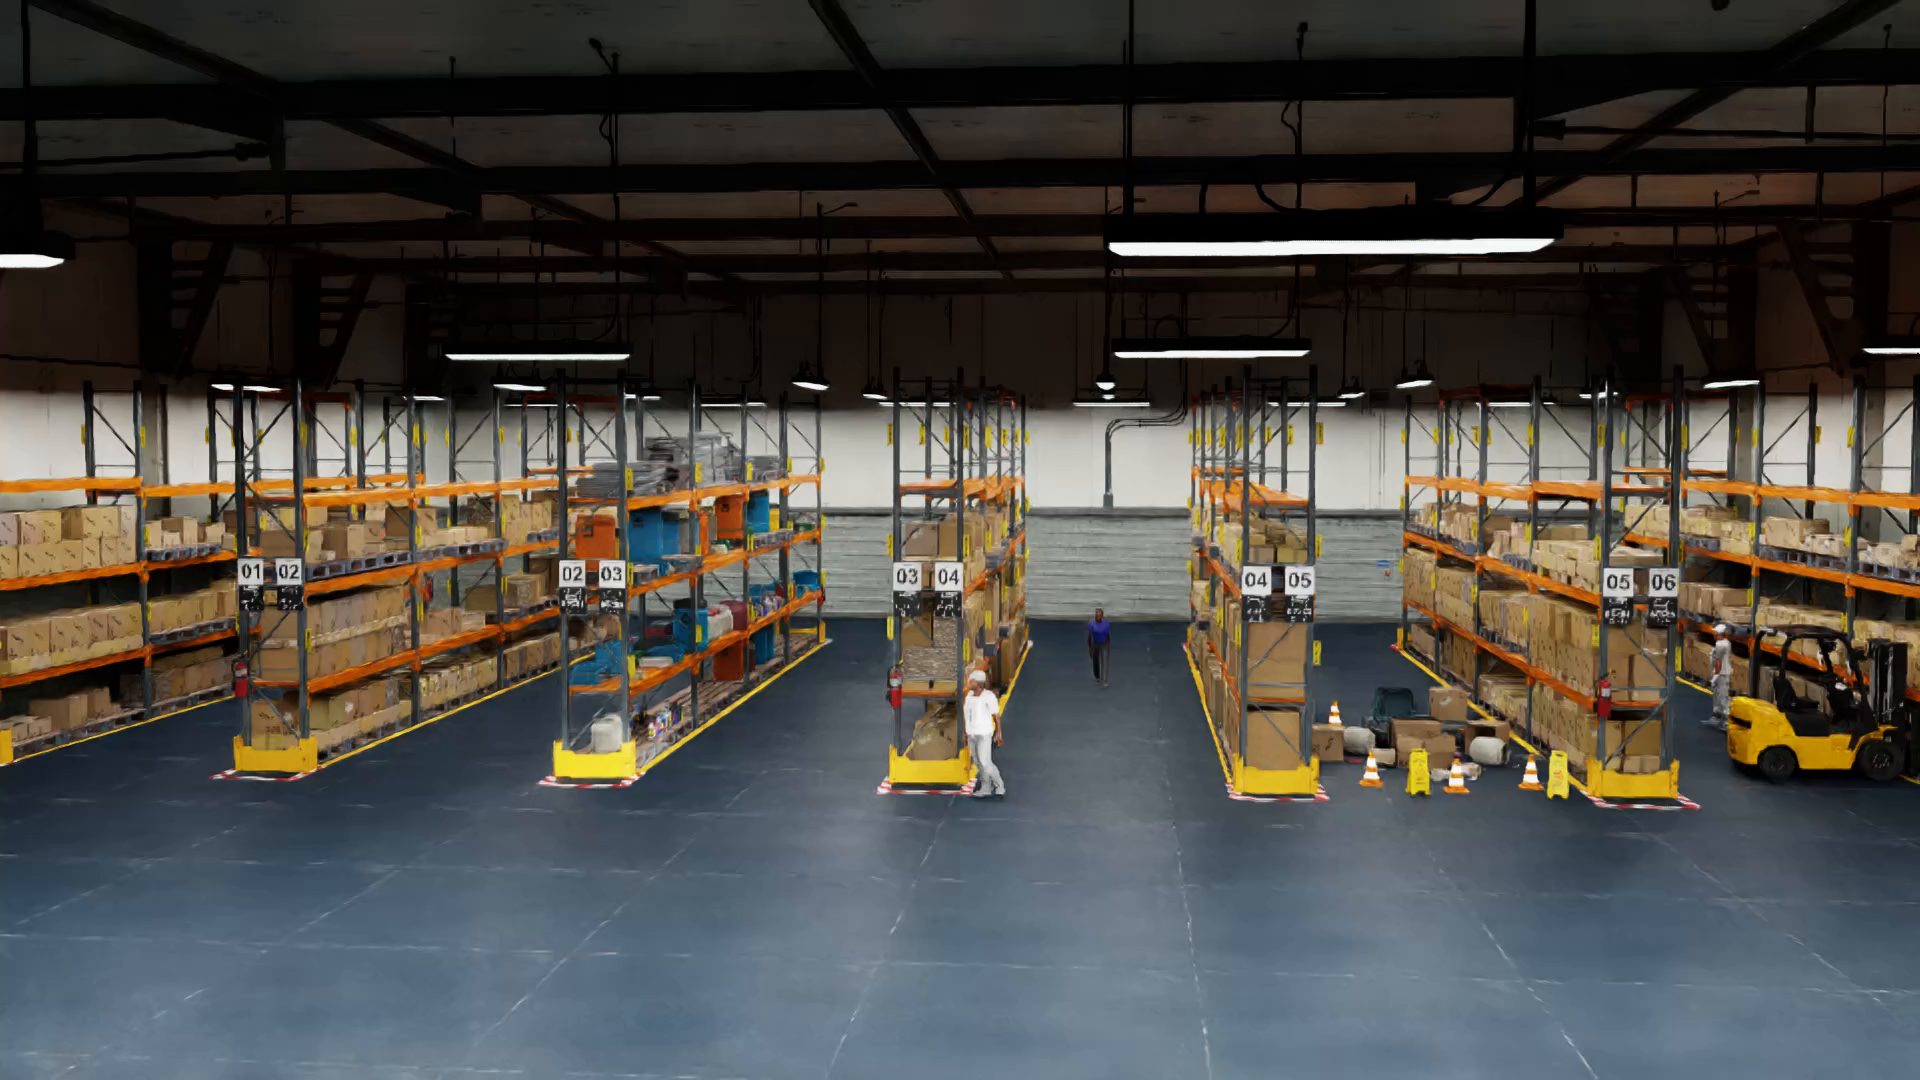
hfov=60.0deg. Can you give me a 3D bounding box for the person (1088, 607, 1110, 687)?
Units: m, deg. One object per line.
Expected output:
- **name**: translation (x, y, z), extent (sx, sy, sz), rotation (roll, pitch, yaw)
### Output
- **person**: translation (2.779, 2.133, 33.279), extent (0.449, 1.556, 1.075), rotation (0, 4, 8)

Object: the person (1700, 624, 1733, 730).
- **person**: translation (12.977, 2.325, 28.467), extent (0.577, 1.785, 0.655), rotation (2, 4, 32)

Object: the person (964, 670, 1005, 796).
- **person**: translation (0.338, 2.687, 23.127), extent (0.458, 1.755, 0.670), rotation (-3, 5, -42)
